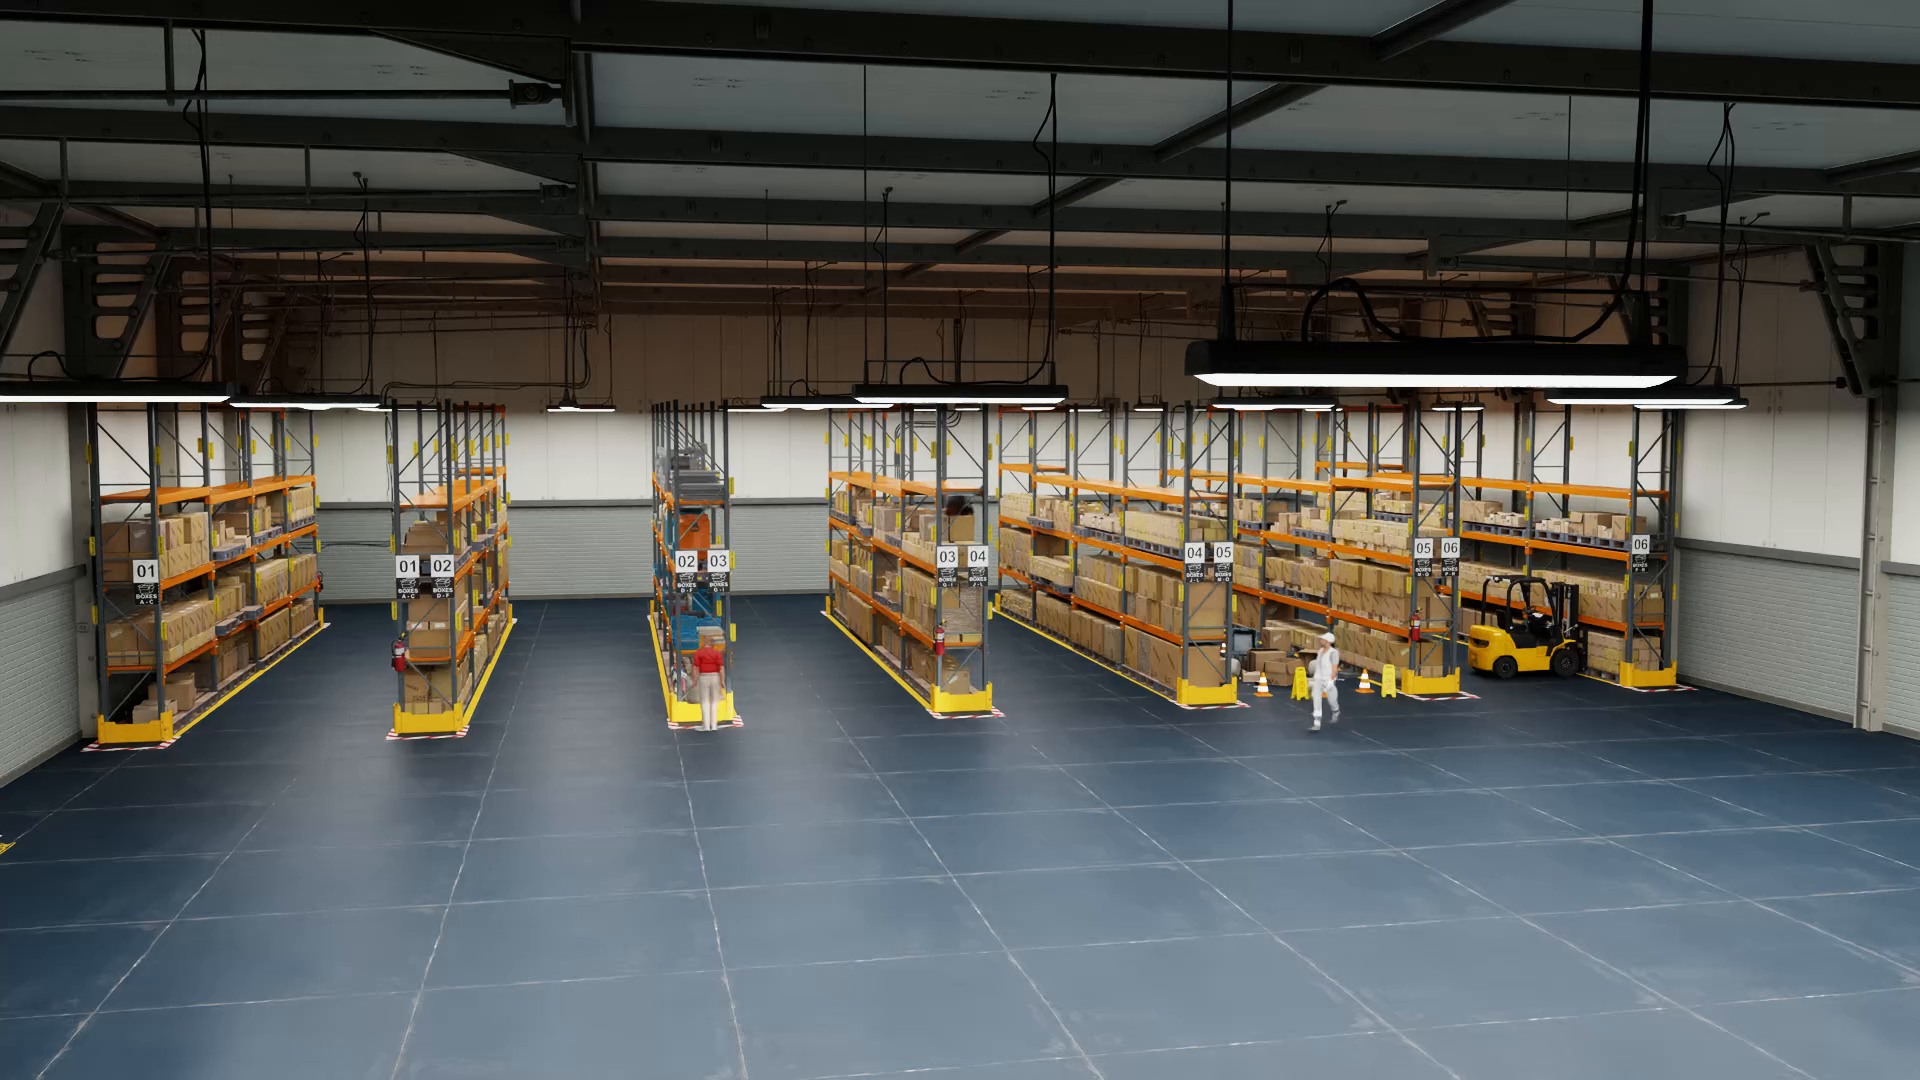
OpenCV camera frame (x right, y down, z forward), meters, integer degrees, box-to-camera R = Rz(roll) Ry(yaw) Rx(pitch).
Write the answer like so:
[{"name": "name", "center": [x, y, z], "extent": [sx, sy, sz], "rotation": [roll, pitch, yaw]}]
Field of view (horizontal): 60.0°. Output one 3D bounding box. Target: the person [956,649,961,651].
[{"name": "person", "center": [-0.005, 1.833, 40.481], "extent": [0.575, 1.677, 1.014], "rotation": [-1, 4, -7]}]

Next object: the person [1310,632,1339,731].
[{"name": "person", "center": [6.674, 2.561, 30.270], "extent": [0.481, 1.765, 0.981], "rotation": [2, 5, 27]}]

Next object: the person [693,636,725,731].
[{"name": "person", "center": [-4.542, 2.600, 30.104], "extent": [0.590, 1.748, 0.415], "rotation": [0, 4, -3]}]
